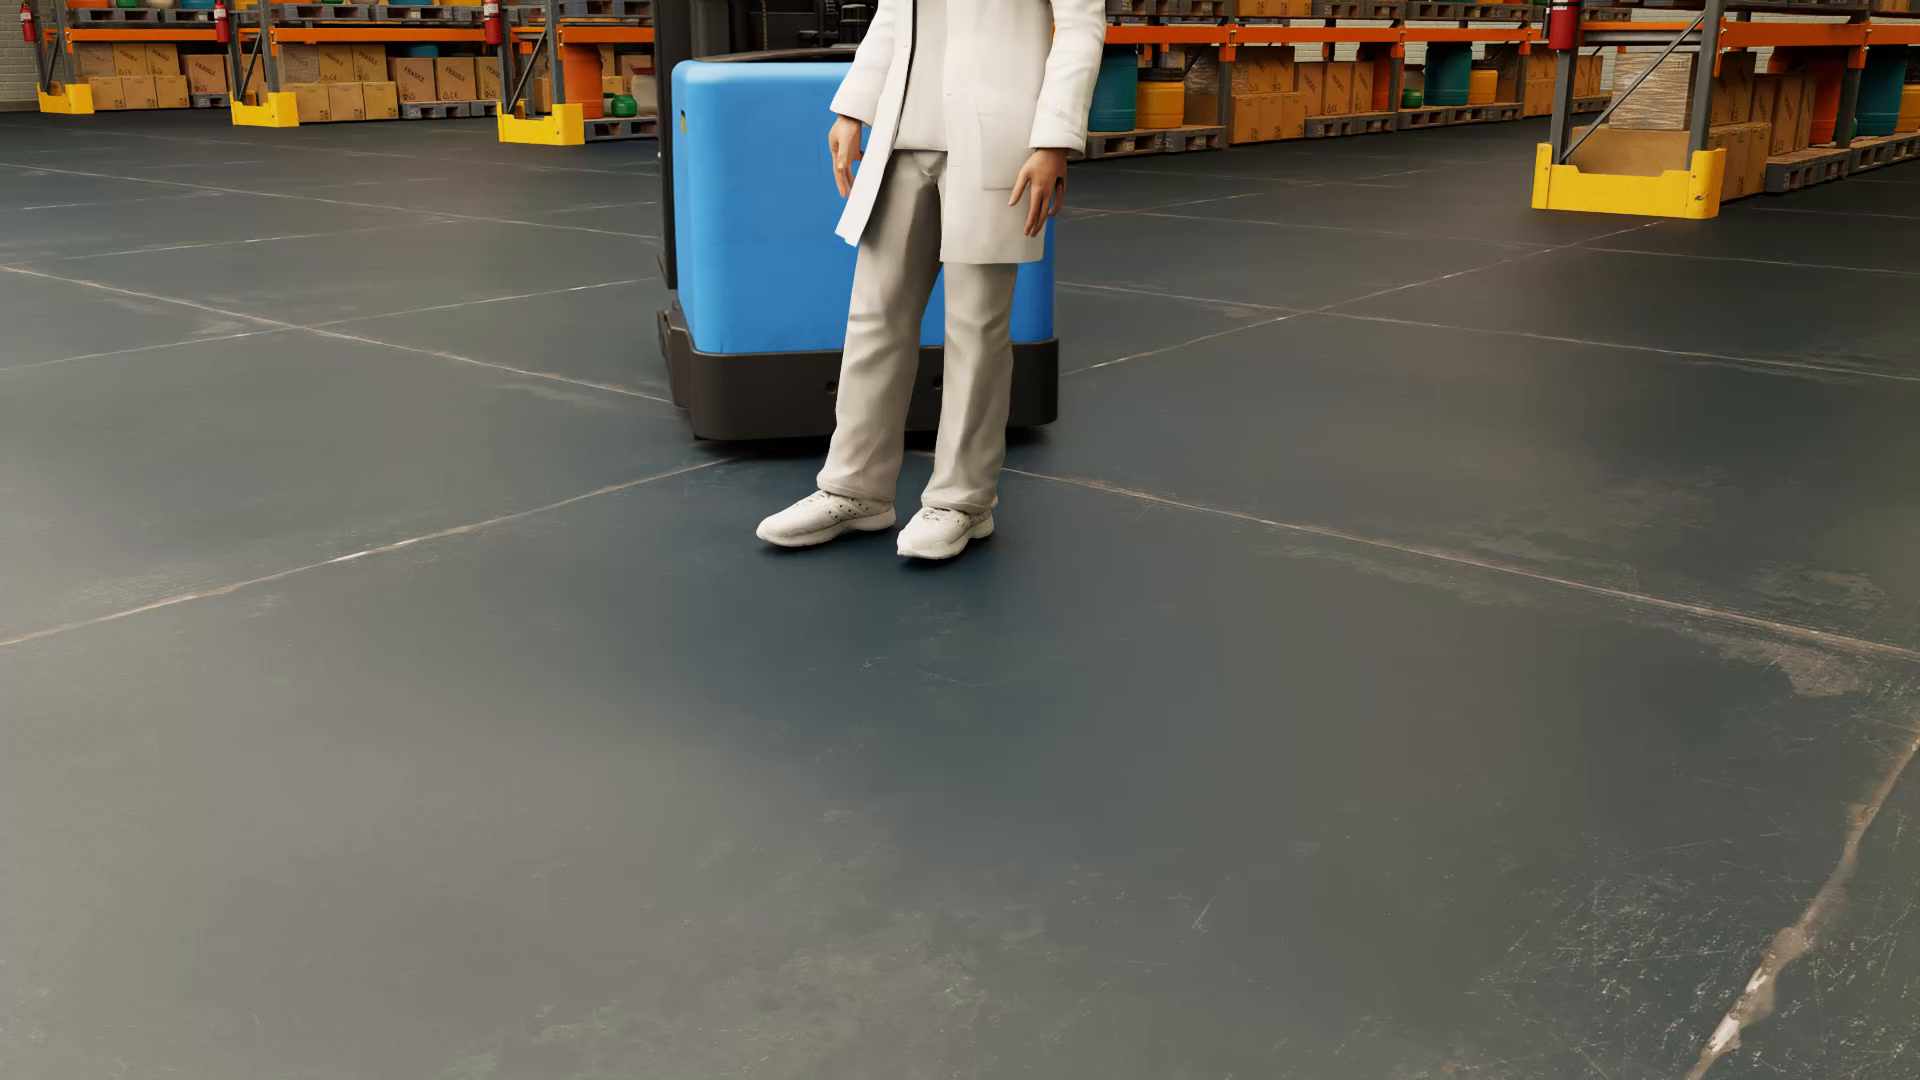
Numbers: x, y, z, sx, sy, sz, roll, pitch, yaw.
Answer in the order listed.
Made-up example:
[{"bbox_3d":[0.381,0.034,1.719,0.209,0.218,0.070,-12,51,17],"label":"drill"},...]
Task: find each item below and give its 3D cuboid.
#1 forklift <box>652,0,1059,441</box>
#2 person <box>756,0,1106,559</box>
[{"bbox_3d":[-0.527,-2.064,5.695,1.130,2.935,3.031,-4,17,-12],"label":"forklift"},{"bbox_3d":[-0.061,-0.838,3.617,0.698,1.776,0.580,13,21,37],"label":"person"}]
